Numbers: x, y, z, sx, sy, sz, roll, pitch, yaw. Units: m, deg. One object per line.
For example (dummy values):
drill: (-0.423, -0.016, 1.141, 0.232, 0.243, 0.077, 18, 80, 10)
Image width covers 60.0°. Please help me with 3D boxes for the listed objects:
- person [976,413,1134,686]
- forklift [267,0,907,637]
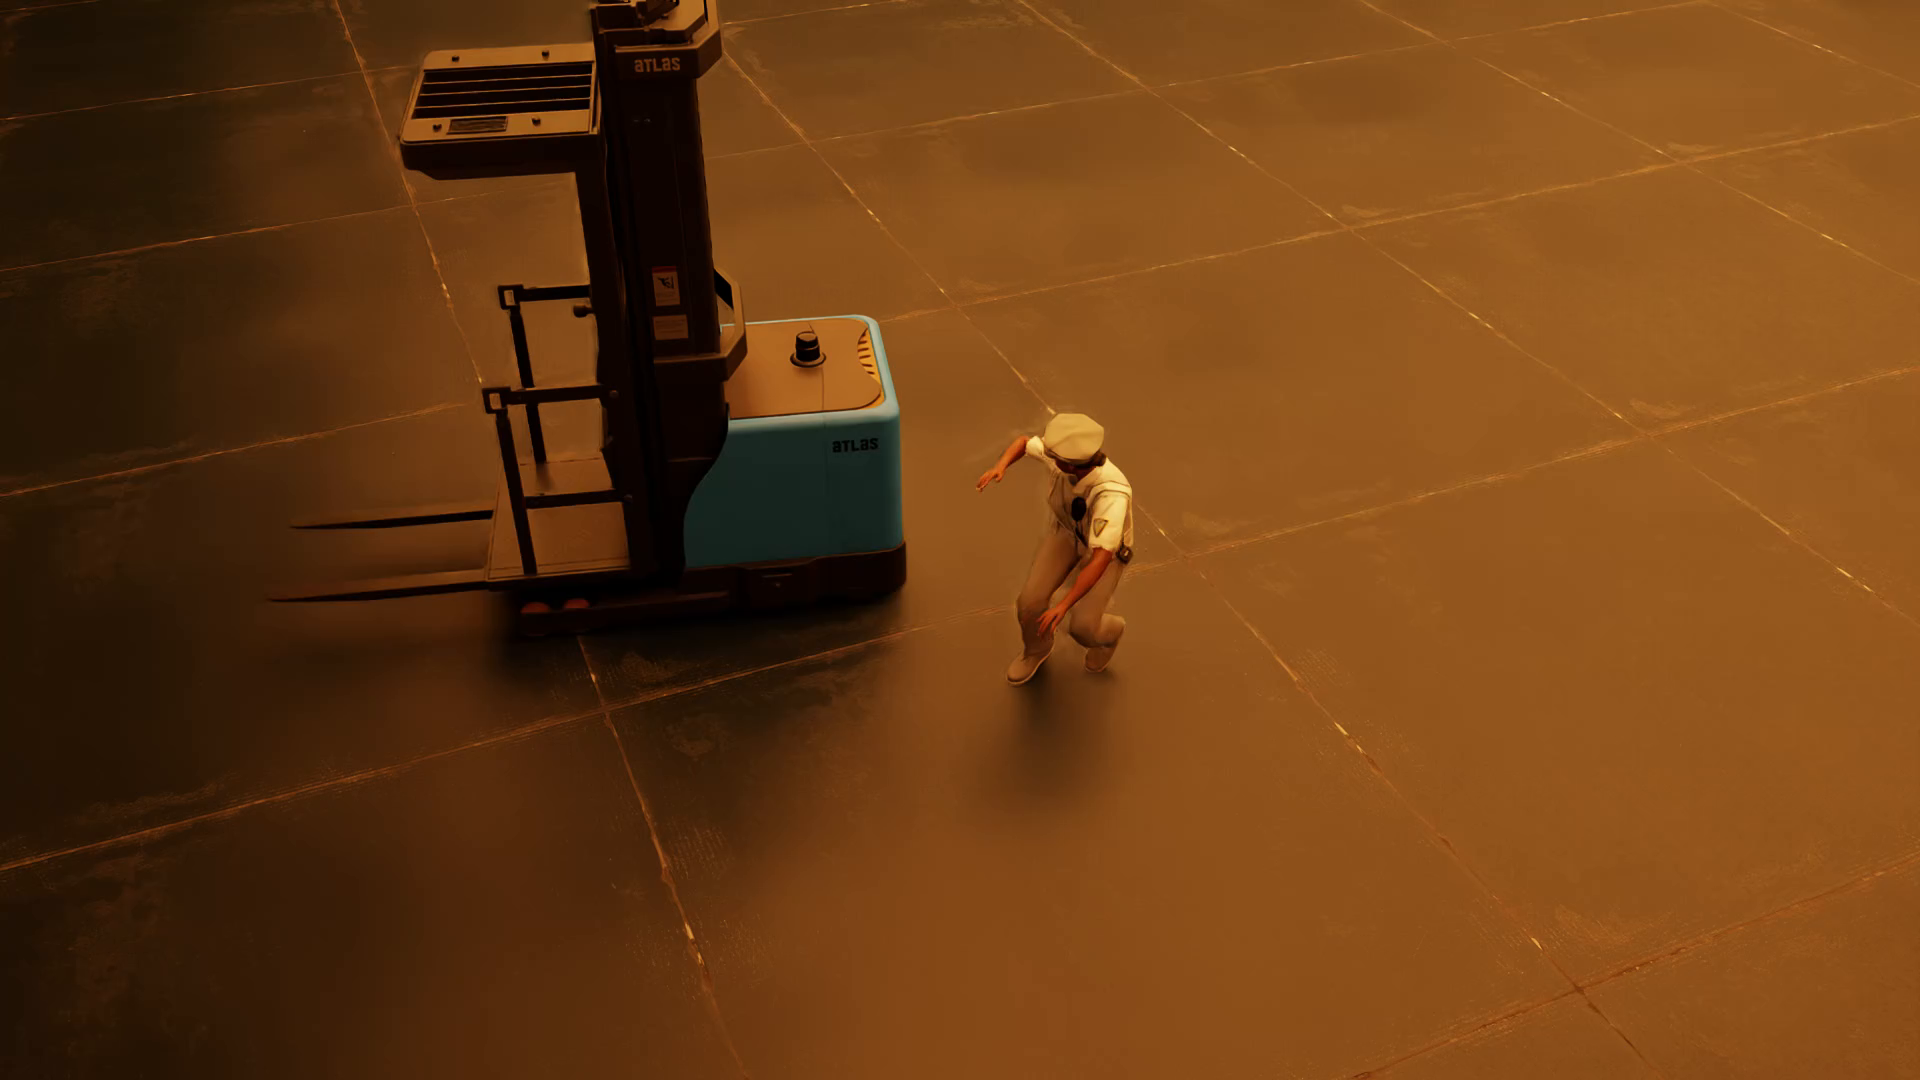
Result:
person: (0.399, 0.093, 7.303, 0.705, 1.397, 0.934, 23, 41, 29)
forklift: (-1.828, -1.059, 7.588, 3.031, 2.935, 1.130, -5, 36, -7)
